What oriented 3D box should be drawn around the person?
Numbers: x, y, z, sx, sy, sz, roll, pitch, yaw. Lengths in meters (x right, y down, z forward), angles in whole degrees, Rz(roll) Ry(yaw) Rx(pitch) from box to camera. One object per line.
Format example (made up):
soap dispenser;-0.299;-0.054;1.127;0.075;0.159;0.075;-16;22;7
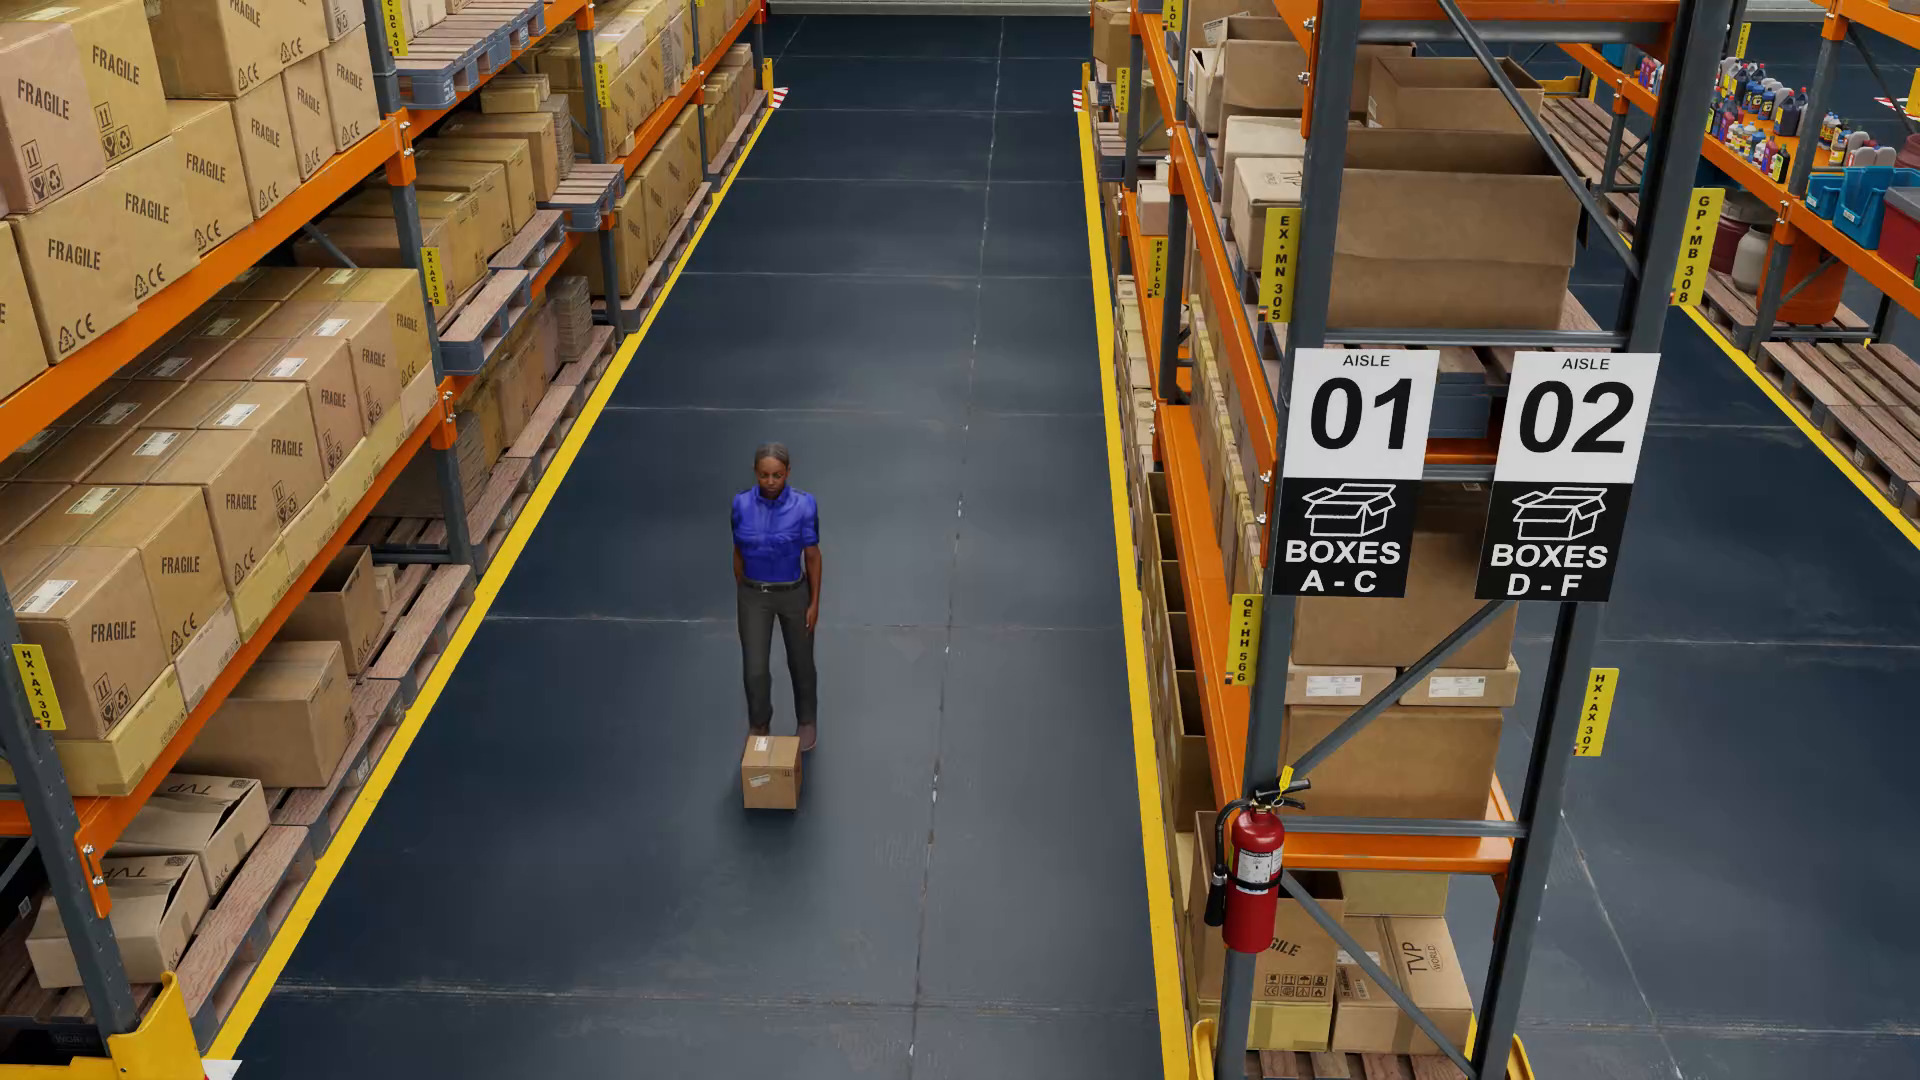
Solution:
person;-0.883;0.291;8.098;0.437;1.660;0.354;2;28;3
